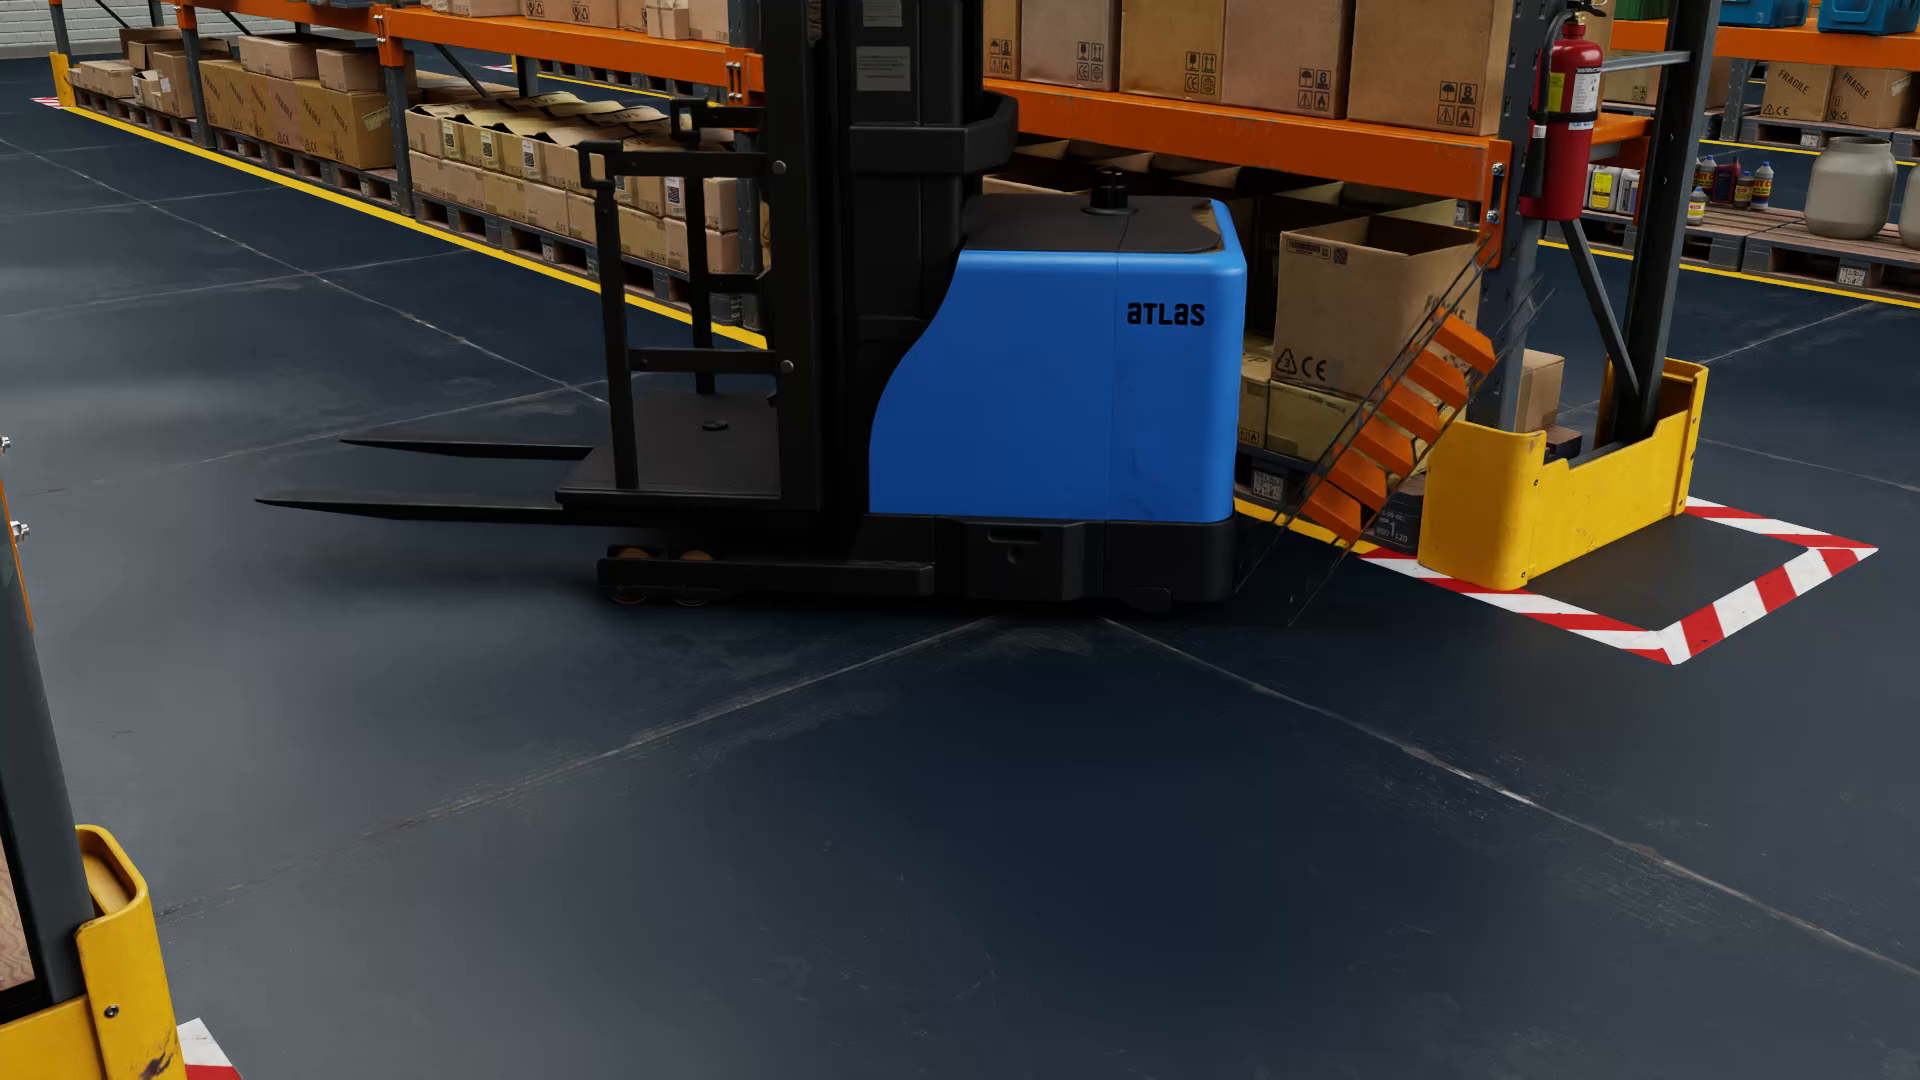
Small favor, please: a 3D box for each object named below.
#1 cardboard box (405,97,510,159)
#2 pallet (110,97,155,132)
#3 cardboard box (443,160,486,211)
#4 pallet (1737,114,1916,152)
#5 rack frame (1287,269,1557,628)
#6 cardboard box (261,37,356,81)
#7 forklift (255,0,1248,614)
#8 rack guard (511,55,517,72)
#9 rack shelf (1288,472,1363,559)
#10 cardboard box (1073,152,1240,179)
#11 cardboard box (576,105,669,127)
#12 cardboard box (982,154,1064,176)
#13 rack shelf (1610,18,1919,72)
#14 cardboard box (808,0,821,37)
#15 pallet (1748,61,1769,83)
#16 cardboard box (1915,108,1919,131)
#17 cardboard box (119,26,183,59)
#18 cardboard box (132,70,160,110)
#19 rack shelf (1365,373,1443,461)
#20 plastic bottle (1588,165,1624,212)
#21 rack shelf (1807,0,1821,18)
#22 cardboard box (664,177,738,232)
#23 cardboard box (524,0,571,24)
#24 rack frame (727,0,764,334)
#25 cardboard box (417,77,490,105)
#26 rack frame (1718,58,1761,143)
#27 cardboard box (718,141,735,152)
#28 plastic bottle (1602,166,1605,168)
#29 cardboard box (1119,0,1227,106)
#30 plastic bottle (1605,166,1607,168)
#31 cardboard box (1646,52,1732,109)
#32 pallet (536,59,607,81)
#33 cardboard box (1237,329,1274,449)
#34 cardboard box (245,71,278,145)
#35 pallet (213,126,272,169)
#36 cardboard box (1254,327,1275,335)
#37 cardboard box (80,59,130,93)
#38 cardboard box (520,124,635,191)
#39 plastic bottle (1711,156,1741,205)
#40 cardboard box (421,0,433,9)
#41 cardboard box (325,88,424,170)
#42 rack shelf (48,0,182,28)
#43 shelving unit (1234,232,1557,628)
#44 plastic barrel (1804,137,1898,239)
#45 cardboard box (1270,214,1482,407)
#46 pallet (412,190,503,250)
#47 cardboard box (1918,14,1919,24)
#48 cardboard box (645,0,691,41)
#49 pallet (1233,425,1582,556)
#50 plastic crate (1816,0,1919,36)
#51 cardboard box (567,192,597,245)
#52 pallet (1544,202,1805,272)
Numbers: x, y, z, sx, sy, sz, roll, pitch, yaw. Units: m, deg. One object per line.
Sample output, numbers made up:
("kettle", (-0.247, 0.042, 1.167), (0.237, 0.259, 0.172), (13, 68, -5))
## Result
("cardboard box", (-3.133, -2.596, 10.424), (0.500, 0.311, 0.500), (-16, 27, -36))
("pallet", (-7.112, -3.968, 15.326), (1.003, 0.211, 1.213), (-17, 27, -37))
("cardboard box", (-2.805, -2.196, 10.172), (0.500, 0.250, 0.500), (-18, 28, -39))
("pallet", (7.331, -3.411, 13.903), (1.003, 0.211, 1.213), (-17, 27, -37))
("rack frame", (1.277, -0.242, 4.683), (0.006, 1.200, 0.240), (33, 25, -1))
("cardboard box", (-4.752, -3.523, 12.162), (0.500, 0.250, 0.500), (-18, 28, -38))
("forklift", (-0.668, -1.354, 4.922), (3.031, 2.935, 1.130), (2, 21, 5))
("rack guard", (-4.745, -5.862, 19.766), (1.175, 0.500, 0.348), (-17, 27, -37))
("rack shelf", (1.058, -0.077, 4.802), (0.180, 0.103, 0.258), (33, 25, -1))
("cardboard box", (0.811, -1.304, 6.868), (0.500, 0.500, 0.500), (-17, 27, -37))
("cardboard box", (-2.053, -2.442, 10.032), (0.500, 0.311, 0.500), (-18, 27, -38))
("cardboard box", (0.077, -1.314, 6.893), (0.500, 0.500, 0.500), (-17, 27, -37))
("rack shelf", (4.419, -2.820, 9.556), (1.077, 0.370, 4.000), (-17, 27, -37))
("cardboard box", (-0.347, -2.454, 7.501), (0.700, 0.500, 0.500), (-18, 28, -39))
("pallet", (9.328, -5.273, 18.658), (1.003, 0.211, 1.213), (-17, 27, -37))
("cardboard box", (7.941, -3.489, 13.129), (0.500, 0.500, 0.500), (19, 29, 40))
("cardboard box", (-7.933, -4.794, 16.434), (0.500, 0.500, 0.500), (-17, 27, -37))
("cardboard box", (-6.940, -3.989, 14.640), (0.500, 0.311, 0.500), (-17, 27, -37))
("rack shelf", (1.239, -0.350, 4.651), (0.180, 0.103, 0.258), (33, 25, -1))
("plastic bottle", (3.848, -2.136, 9.853), (0.144, 0.351, 0.185), (-16, 27, -35))
("rack shelf", (8.171, -3.999, 12.567), (1.077, 0.370, 4.000), (-17, 27, -37))
("cardboard box", (-1.123, -1.749, 8.262), (0.500, 0.311, 0.500), (-17, 27, -37))
("cardboard box", (-2.145, -3.221, 9.458), (0.500, 0.500, 0.500), (-19, 29, -40))
("rack frame", (-0.642, -2.529, 7.828), (1.000, 3.000, 0.127), (-17, 27, -37))
("cardboard box", (-3.679, -3.012, 11.886), (0.500, 0.500, 0.500), (-19, 28, -39))
("rack frame", (6.865, -4.886, 13.846), (1.000, 3.000, 0.127), (-17, 27, -37))
("cardboard box", (-1.046, -2.018, 8.950), (0.500, 0.311, 0.500), (-18, 28, -38))
("plastic bottle", (3.822, -2.195, 10.106), (0.152, 0.276, 0.135), (-17, 27, -37))
("cardboard box", (1.008, -1.885, 6.046), (0.700, 0.500, 0.500), (-17, 27, -37))
("plastic bottle", (4.111, -2.324, 10.427), (0.061, 0.283, 0.133), (-17, 27, -37))
("cardboard box", (6.481, -4.102, 14.668), (0.500, 0.500, 0.700), (20, 29, 41))
("pallet", (-4.211, -5.487, 19.204), (1.003, 0.211, 1.213), (-17, 27, -37))
("cardboard box", (1.060, -0.552, 5.975), (0.500, 0.250, 0.500), (-17, 27, -37))
("cardboard box", (-5.056, -3.304, 12.631), (0.500, 0.500, 0.500), (-17, 27, -37))
("pallet", (-5.304, -3.225, 13.429), (1.003, 0.211, 1.213), (-17, 27, -37))
("cardboard box", (1.459, -0.677, 6.295), (0.500, 0.250, 0.500), (-17, 27, -37))
("cardboard box", (-8.008, -4.413, 15.805), (0.500, 0.250, 0.500), (-17, 27, -37))
("cardboard box", (-2.117, -2.169, 9.335), (0.500, 0.311, 0.500), (-18, 28, -38))
("plastic bottle", (4.643, -2.184, 10.069), (0.061, 0.283, 0.133), (-17, 27, -37))
("cardboard box", (-3.048, -3.482, 10.383), (0.500, 0.311, 0.500), (-15, 26, -34))
("cardboard box", (-4.041, -2.878, 11.542), (0.500, 0.500, 0.500), (-16, 27, -35))
("rack shelf", (-7.169, -4.957, 15.013), (1.077, 0.370, 4.000), (-17, 27, -37))
("shelving unit", (1.201, -0.292, 4.682), (0.189, 1.200, 0.258), (33, 25, -1))
("plastic barrel", (4.909, -1.941, 9.163), (0.421, 0.512, 0.421), (0, 21, 0))
("cardboard box", (1.394, -0.766, 5.492), (0.500, 0.500, 0.500), (-17, 27, -37))
("pallet", (-2.745, -2.099, 10.554), (1.003, 0.211, 1.213), (-17, 27, -37))
("cardboard box", (10.216, -5.337, 17.507), (1.050, 0.750, 0.750), (-18, 27, -38))
("cardboard box", (-1.355, -2.666, 8.361), (0.396, 0.266, 0.258), (-18, 28, -39))
("pallet", (1.438, -0.327, 6.029), (1.003, 0.211, 1.213), (-17, 27, -37))
("plastic crate", (4.751, -2.781, 8.674), (0.499, 0.251, 0.408), (-17, 27, -37))
("cardboard box", (-1.795, -1.771, 9.088), (0.500, 0.250, 0.500), (-17, 27, -36))
("pallet", (4.321, -1.876, 9.984), (1.003, 0.211, 1.213), (-17, 27, -37))
